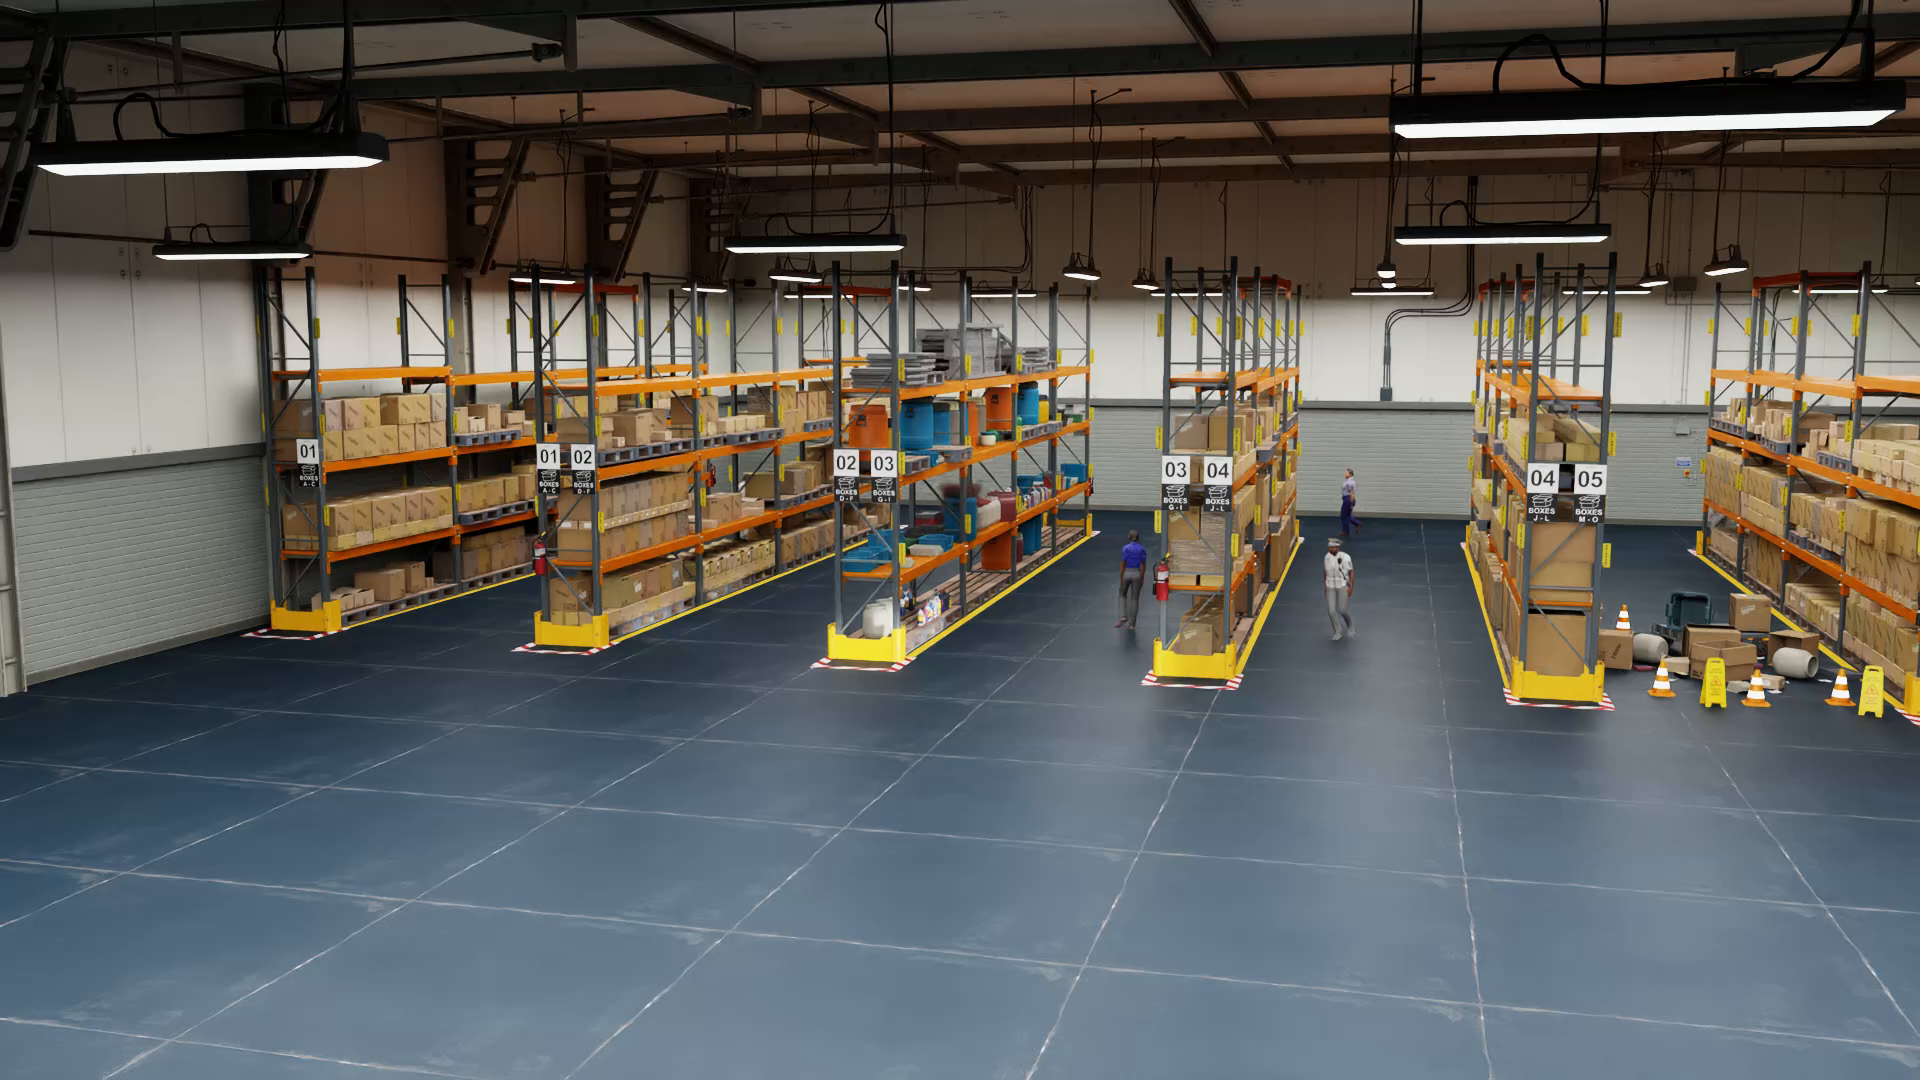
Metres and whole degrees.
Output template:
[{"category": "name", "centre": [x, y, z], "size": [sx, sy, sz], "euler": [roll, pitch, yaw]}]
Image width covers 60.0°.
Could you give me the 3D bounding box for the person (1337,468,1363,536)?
[{"category": "person", "centre": [9.430, -0.908, 40.135], "size": [0.612, 1.616, 0.487], "euler": [2, 7, 13]}]

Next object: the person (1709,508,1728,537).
[{"category": "person", "centre": [17.329, -0.579, 37.850], "size": [0.918, 1.551, 0.411], "euler": [1, 7, 8]}]

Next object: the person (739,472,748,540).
[{"category": "person", "centre": [-5.019, -0.758, 38.972], "size": [0.523, 1.660, 0.489], "euler": [7, 10, 44]}]

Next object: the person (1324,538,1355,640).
[{"category": "person", "centre": [6.149, 0.776, 26.966], "size": [0.522, 1.658, 0.506], "euler": [5, 9, 34]}]

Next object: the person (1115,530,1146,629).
[{"category": "person", "centre": [2.850, 0.668, 27.781], "size": [0.509, 1.651, 0.468], "euler": [1, 7, 6]}]
